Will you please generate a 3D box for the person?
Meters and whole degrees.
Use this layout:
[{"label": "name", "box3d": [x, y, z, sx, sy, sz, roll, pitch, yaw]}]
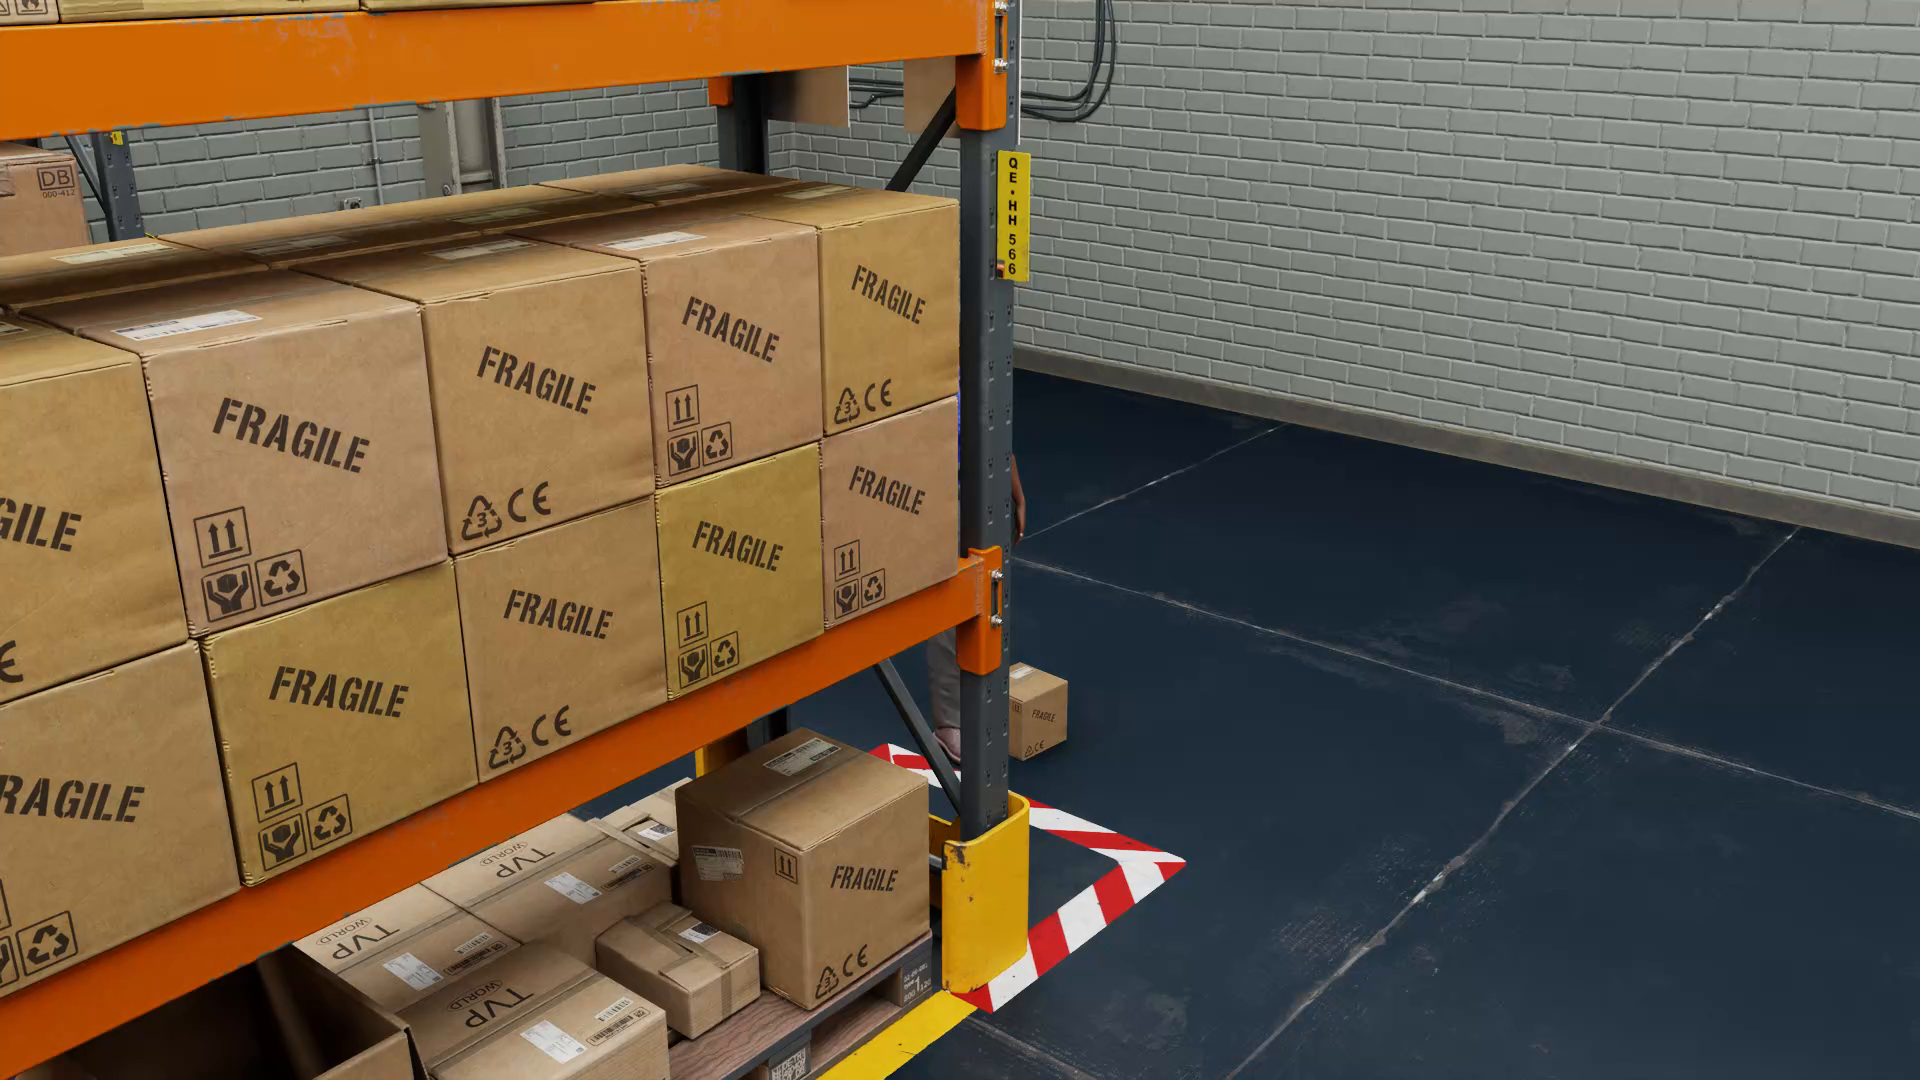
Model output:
[{"label": "person", "box3d": [0.075, -0.050, 6.196, 0.570, 1.656, 0.503, -19, 28, -41]}]
